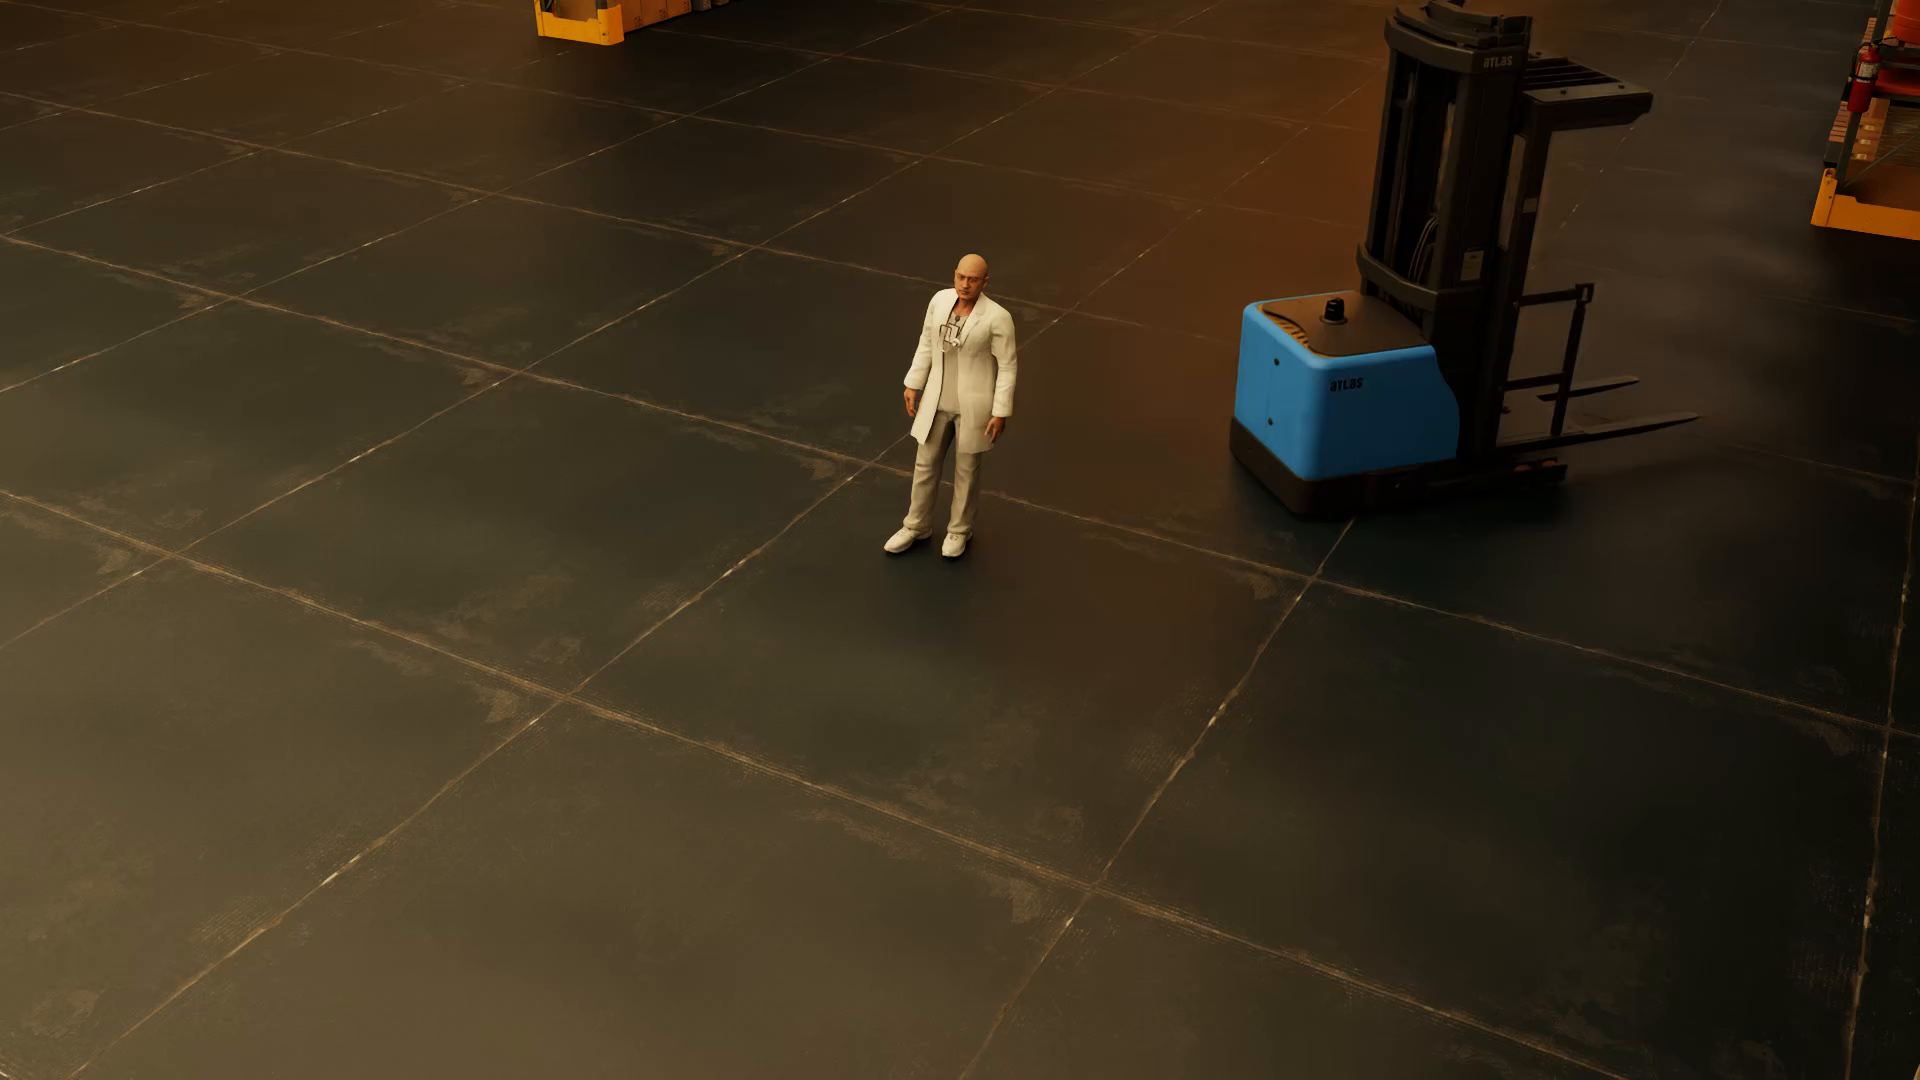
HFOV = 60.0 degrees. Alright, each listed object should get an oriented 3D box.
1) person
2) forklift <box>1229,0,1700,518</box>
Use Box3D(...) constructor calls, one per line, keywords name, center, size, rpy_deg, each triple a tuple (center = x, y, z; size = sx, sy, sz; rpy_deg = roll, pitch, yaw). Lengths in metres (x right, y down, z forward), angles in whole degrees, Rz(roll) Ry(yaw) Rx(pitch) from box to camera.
Box3D(name="person", center=(-0.048, -0.738, 9.488), size=(0.698, 1.776, 0.580), rpy_deg=(15, 33, 25))
Box3D(name="forklift", center=(3.337, -1.821, 10.227), size=(3.031, 2.935, 1.130), rpy_deg=(-9, 31, -15))
